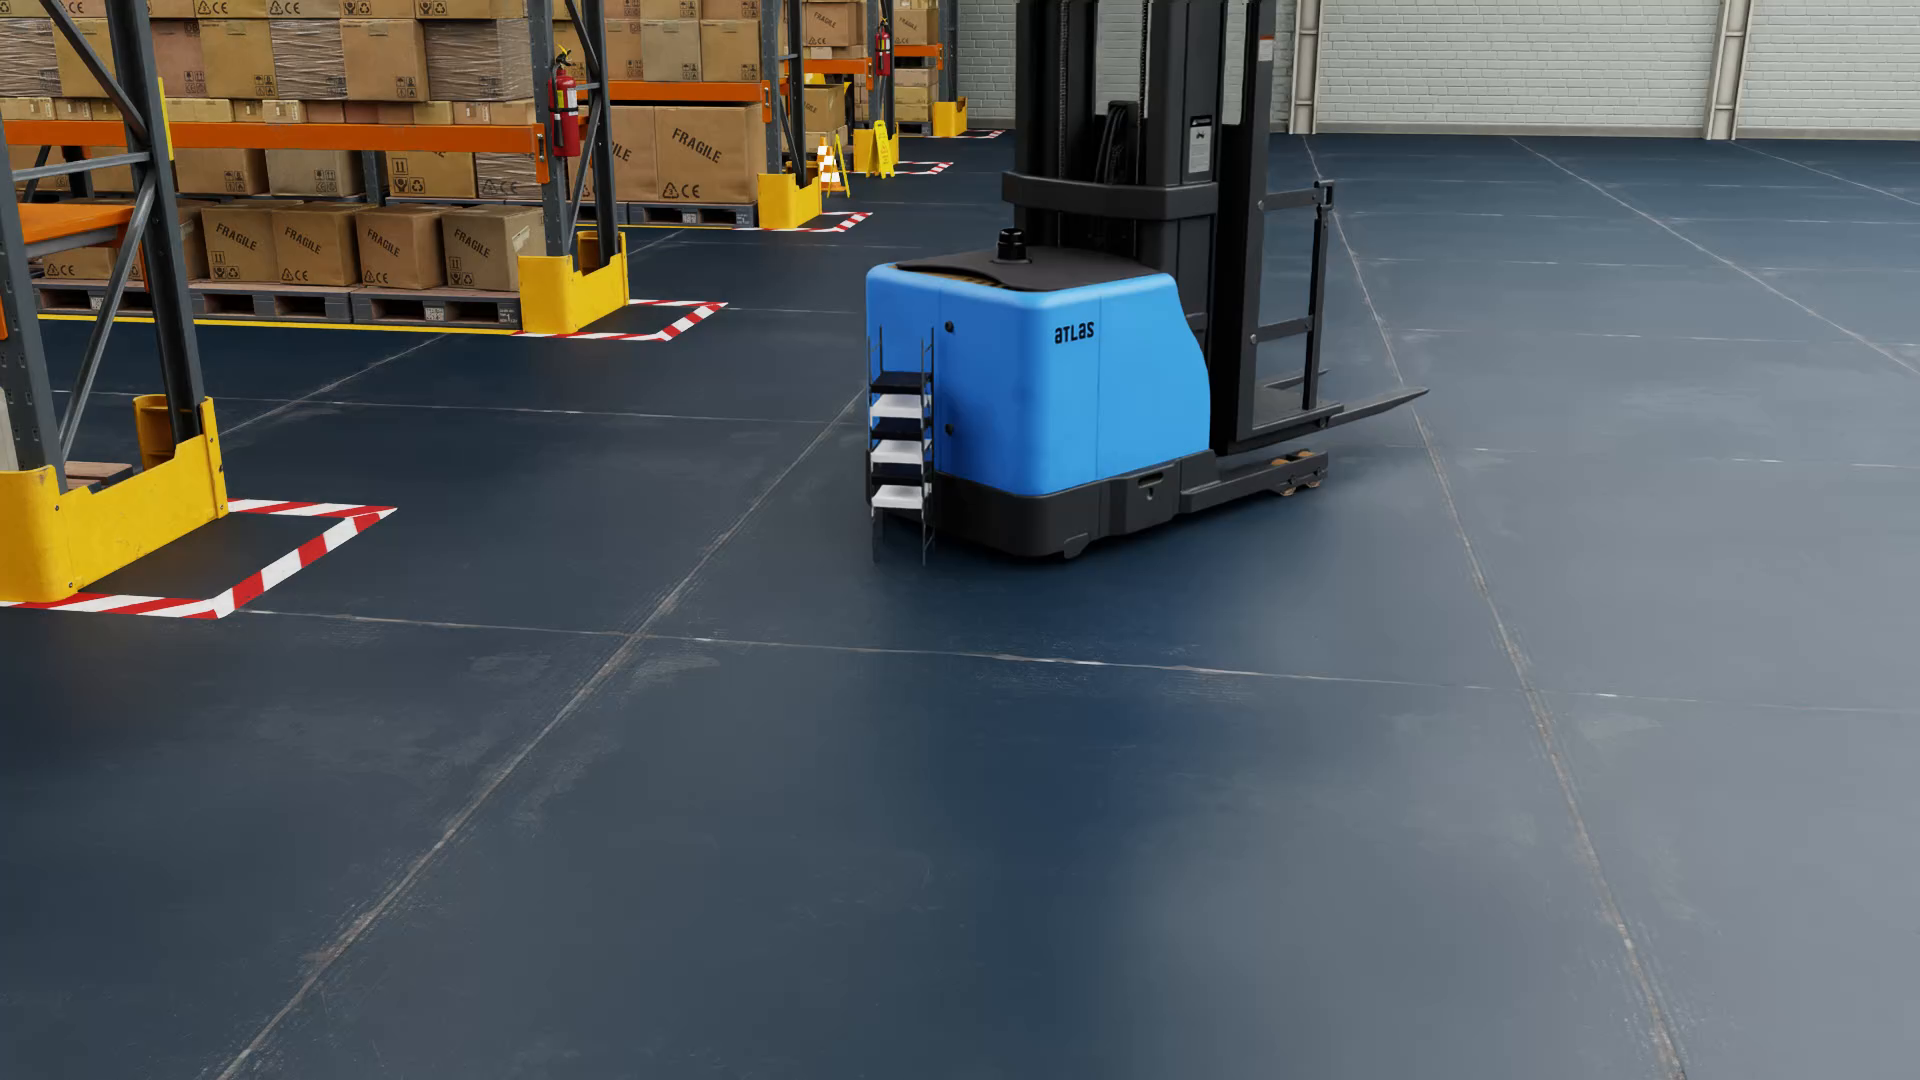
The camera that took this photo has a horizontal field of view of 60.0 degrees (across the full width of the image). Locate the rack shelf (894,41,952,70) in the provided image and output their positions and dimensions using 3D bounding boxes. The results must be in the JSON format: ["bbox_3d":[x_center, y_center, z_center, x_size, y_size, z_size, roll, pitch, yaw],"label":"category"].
[{"bbox_3d":[-2.149,-7.361,25.208,4.000,0.370,1.077,3,19,9],"label":"rack shelf"}]

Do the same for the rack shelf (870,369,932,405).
[{"bbox_3d":[-0.224,-0.589,6.398,0.200,0.077,0.258,3,19,9],"label":"rack shelf"}]

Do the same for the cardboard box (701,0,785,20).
[{"bbox_3d":[-2.003,-5.104,15.392,0.550,0.550,0.875,3,19,9],"label":"cardboard box"}]

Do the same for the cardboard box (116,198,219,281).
[{"bbox_3d":[-5.524,-2.097,11.621,0.500,0.500,0.500,9,21,26],"label":"cardboard box"}]

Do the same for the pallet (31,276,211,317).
[{"bbox_3d":[-5.810,-1.797,11.842,1.213,0.211,1.003,3,19,9],"label":"pallet"}]

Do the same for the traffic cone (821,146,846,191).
[{"bbox_3d":[-1.427,-4.095,18.314,0.334,0.463,0.336,3,19,9],"label":"traffic cone"}]

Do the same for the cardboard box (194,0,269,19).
[{"bbox_3d":[-4.592,-3.631,10.726,0.500,0.500,0.500,3,19,9],"label":"cardboard box"}]

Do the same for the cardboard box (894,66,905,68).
[{"bbox_3d":[-1.113,-7.078,25.325,0.500,0.250,0.500,3,19,9],"label":"cardboard box"}]

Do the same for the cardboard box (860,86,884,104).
[{"bbox_3d":[-1.198,-6.689,24.950,0.500,0.250,0.500,3,19,8],"label":"cardboard box"}]

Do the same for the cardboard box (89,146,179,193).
[{"bbox_3d":[-8.091,-3.923,16.684,0.750,0.750,1.050,3,19,9],"label":"cardboard box"}]

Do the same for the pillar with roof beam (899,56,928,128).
[{"bbox_3d":[-1.401,-9.415,20.759,0.400,9.000,9.100,3,19,9],"label":"pillar with roof beam"}]

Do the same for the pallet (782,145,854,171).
[{"bbox_3d":[-1.829,-4.779,20.754,1.213,0.211,1.003,3,19,9],"label":"pallet"}]

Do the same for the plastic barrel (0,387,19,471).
[{"bbox_3d":[-3.977,-0.418,6.584,0.421,0.512,0.421,0,18,0],"label":"plastic barrel"}]

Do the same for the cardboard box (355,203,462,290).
[{"bbox_3d":[-3.739,-2.011,11.364,0.500,0.500,0.500,8,20,23],"label":"cardboard box"}]

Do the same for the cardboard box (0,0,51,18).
[{"bbox_3d":[-6.075,-3.703,10.940,0.500,0.500,0.500,3,19,9],"label":"cardboard box"}]

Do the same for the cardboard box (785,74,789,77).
[{"bbox_3d":[-2.163,-5.560,20.161,0.250,0.149,0.380,3,19,10],"label":"cardboard box"}]

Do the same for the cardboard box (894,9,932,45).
[{"bbox_3d":[-0.702,-7.591,24.605,0.500,0.500,0.500,3,19,7],"label":"cardboard box"}]

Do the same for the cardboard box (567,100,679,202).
[{"bbox_3d":[-3.192,-3.739,15.936,0.875,0.875,0.875,3,19,8],"label":"cardboard box"}]

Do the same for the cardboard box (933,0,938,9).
[{"bbox_3d":[-0.468,-8.054,24.968,0.250,0.149,0.380,2,19,7],"label":"cardboard box"}]

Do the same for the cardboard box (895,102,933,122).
[{"bbox_3d":[-0.688,-6.421,24.938,0.500,0.250,0.500,3,19,9],"label":"cardboard box"}]

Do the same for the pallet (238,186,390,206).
[{"bbox_3d":[-6.366,-3.384,16.585,1.213,0.211,1.003,3,19,9],"label":"pallet"}]

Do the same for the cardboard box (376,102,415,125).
[{"bbox_3d":[-3.590,-2.798,10.835,0.250,0.149,0.380,3,19,9],"label":"cardboard box"}]

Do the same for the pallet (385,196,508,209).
[{"bbox_3d":[-4.854,-3.306,16.351,1.213,0.211,1.003,3,19,9],"label":"pallet"}]

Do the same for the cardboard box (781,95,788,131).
[{"bbox_3d":[-2.306,-5.281,20.347,0.500,0.500,0.500,4,19,11],"label":"cardboard box"}]

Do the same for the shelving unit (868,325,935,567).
[{"bbox_3d":[-0.224,-0.364,6.473,0.210,0.900,0.258,3,19,9],"label":"shelving unit"}]

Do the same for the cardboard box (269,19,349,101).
[{"bbox_3d":[-4.068,-3.192,10.990,0.500,0.500,0.875,3,19,9],"label":"cardboard box"}]

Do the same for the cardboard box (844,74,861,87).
[{"bbox_3d":[-1.683,-6.942,24.919,0.500,0.250,0.500,3,19,9],"label":"cardboard box"}]

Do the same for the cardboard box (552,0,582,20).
[{"bbox_3d":[-3.636,-5.159,15.558,0.500,0.550,0.875,3,19,9],"label":"cardboard box"}]

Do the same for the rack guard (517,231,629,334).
[{"bbox_3d":[-2.605,-1.760,11.274,0.348,0.500,1.175,3,19,9],"label":"rack guard"}]

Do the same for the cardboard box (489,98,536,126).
[{"bbox_3d":[-2.844,-2.772,10.756,0.250,0.149,0.380,3,19,9],"label":"cardboard box"}]

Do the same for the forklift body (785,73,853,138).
[{"bbox_3d":[-2.336,-6.723,23.505,1.214,2.155,2.313,3,19,9],"label":"forklift body"}]

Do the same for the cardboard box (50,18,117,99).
[{"bbox_3d":[-5.556,-3.253,11.171,0.500,0.500,0.875,3,19,9],"label":"cardboard box"}]

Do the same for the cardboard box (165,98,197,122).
[{"bbox_3d":[-5.076,-2.863,11.029,0.250,0.149,0.380,3,19,9],"label":"cardboard box"}]

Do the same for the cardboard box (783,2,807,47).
[{"bbox_3d":[-2.031,-6.202,19.985,0.500,0.500,0.500,3,19,9],"label":"cardboard box"}]

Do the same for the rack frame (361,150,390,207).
[{"bbox_3d":[-5.592,-4.691,16.097,0.127,3.000,1.000,3,19,9],"label":"rack frame"}]

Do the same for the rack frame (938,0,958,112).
[{"bbox_3d":[-0.174,-7.601,24.793,0.127,3.000,1.000,3,19,9],"label":"rack frame"}]

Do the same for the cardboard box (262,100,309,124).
[{"bbox_3d":[-4.341,-2.814,10.883,0.250,0.149,0.380,3,19,9],"label":"cardboard box"}]

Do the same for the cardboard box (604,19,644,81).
[{"bbox_3d":[-3.096,-4.654,15.749,0.550,0.550,0.875,3,19,9],"label":"cardboard box"}]

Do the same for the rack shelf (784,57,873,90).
[{"bbox_3d":[-2.932,-5.805,20.560,4.000,0.370,1.077,3,19,9],"label":"rack shelf"}]

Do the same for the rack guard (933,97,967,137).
[{"bbox_3d":[-0.150,-6.415,25.186,0.348,0.500,1.175,3,19,9],"label":"rack guard"}]

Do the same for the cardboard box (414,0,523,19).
[{"bbox_3d":[-3.112,-3.554,10.496,0.500,0.500,0.500,3,19,9],"label":"cardboard box"}]

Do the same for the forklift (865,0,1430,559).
[{"bbox_3d":[1.027,-1.690,7.236,3.031,2.935,1.130,-16,24,-40],"label":"forklift"}]

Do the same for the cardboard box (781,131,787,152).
[{"bbox_3d":[-2.309,-4.926,20.470,0.500,0.250,0.500,3,19,9],"label":"cardboard box"}]

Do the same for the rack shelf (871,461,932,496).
[{"bbox_3d":[-0.224,-0.247,6.513,0.200,0.077,0.258,3,19,9],"label":"rack shelf"}]

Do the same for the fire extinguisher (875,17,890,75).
[{"bbox_3d":[-0.918,-5.859,19.709,0.183,0.674,0.296,3,19,9],"label":"fire extinguisher"}]

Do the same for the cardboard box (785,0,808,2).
[{"bbox_3d":[-1.995,-6.694,19.879,0.500,0.500,0.700,3,19,9],"label":"cardboard box"}]

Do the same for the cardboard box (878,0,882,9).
[{"bbox_3d":[-1.064,-7.922,24.571,0.250,0.149,0.380,3,19,10],"label":"cardboard box"}]

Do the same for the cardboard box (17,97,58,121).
[{"bbox_3d":[-6.070,-2.902,11.144,0.250,0.149,0.380,3,19,9],"label":"cardboard box"}]

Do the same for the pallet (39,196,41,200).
[{"bbox_3d":[-10.313,-3.610,17.260,1.213,0.211,1.003,3,19,9],"label":"pallet"}]

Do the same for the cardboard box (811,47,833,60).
[{"bbox_3d":[-1.629,-5.857,19.975,0.250,0.149,0.380,3,19,8],"label":"cardboard box"}]
